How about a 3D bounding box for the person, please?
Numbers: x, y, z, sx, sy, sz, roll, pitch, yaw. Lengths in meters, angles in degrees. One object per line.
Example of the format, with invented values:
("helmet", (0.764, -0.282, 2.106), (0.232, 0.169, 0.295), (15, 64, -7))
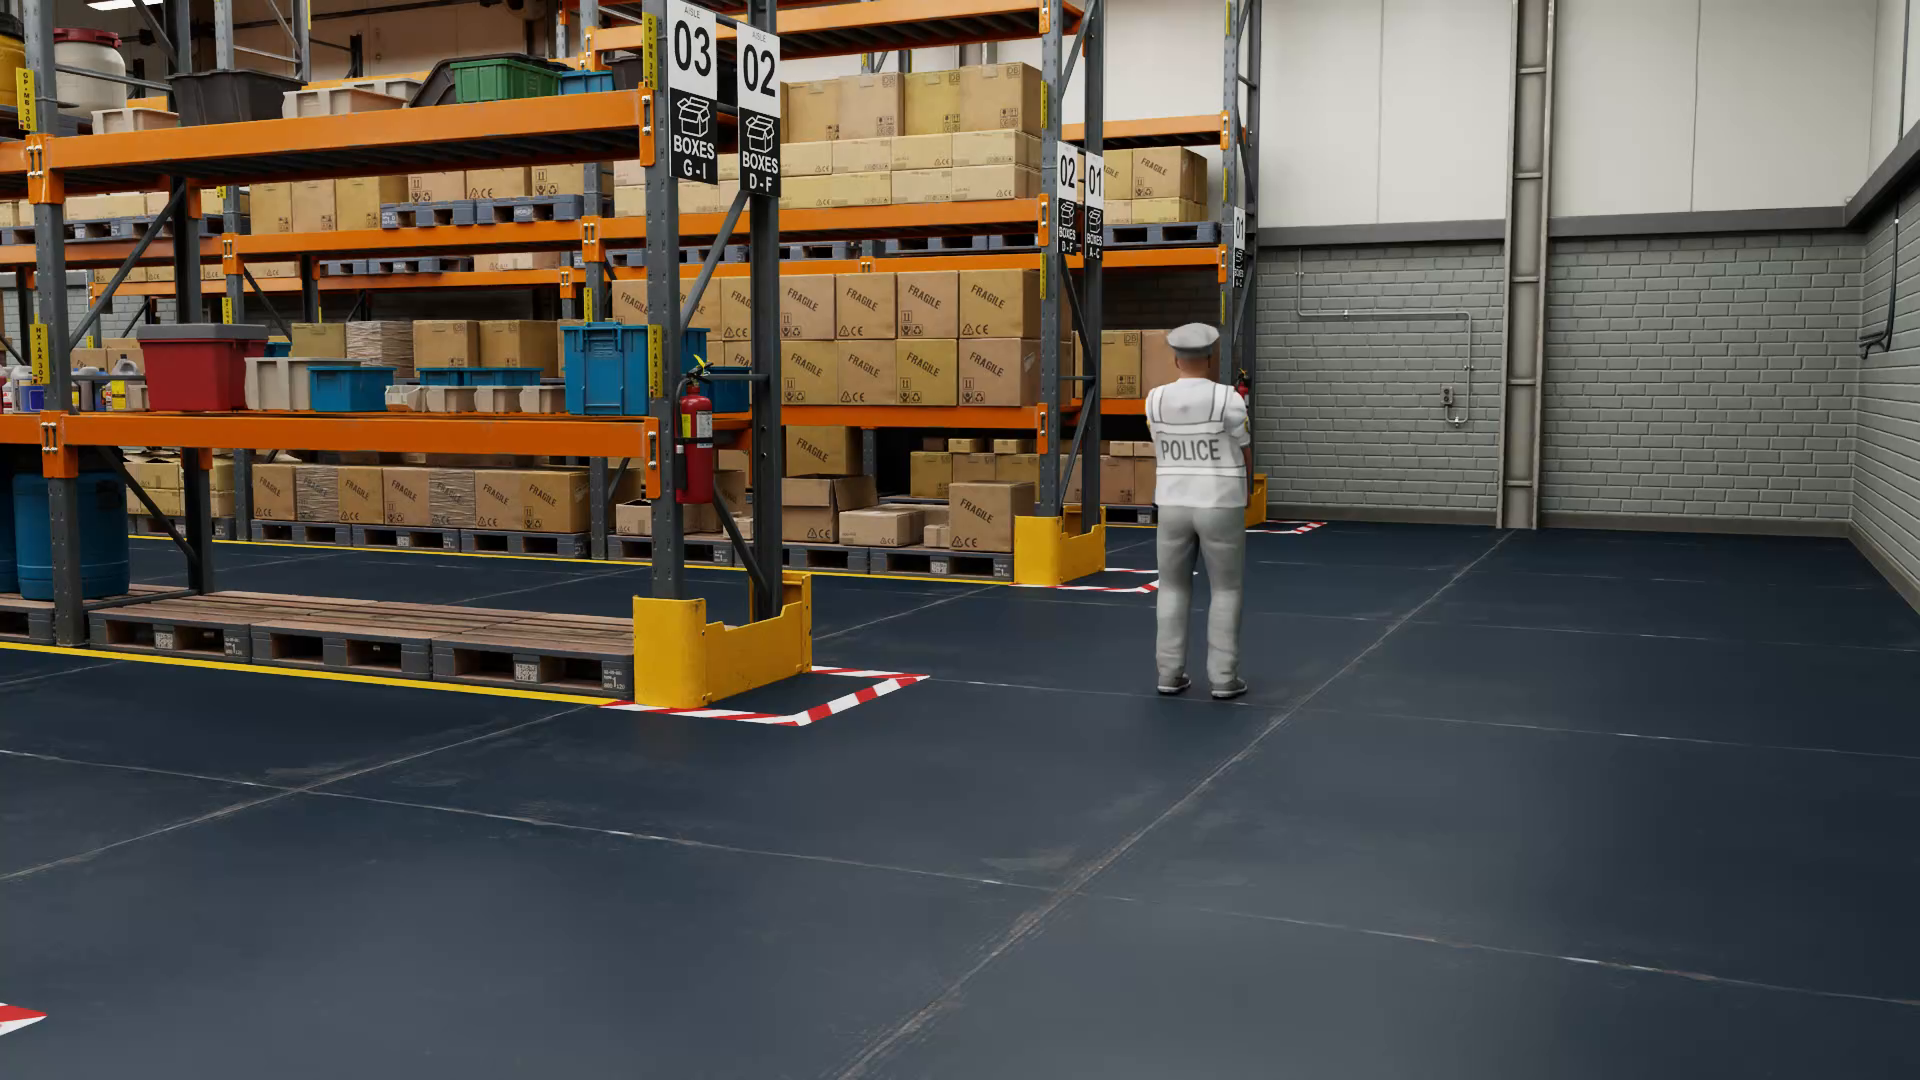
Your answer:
("person", (1.162, -0.151, 7.975), (0.494, 1.766, 0.564), (3, 6, 25))
